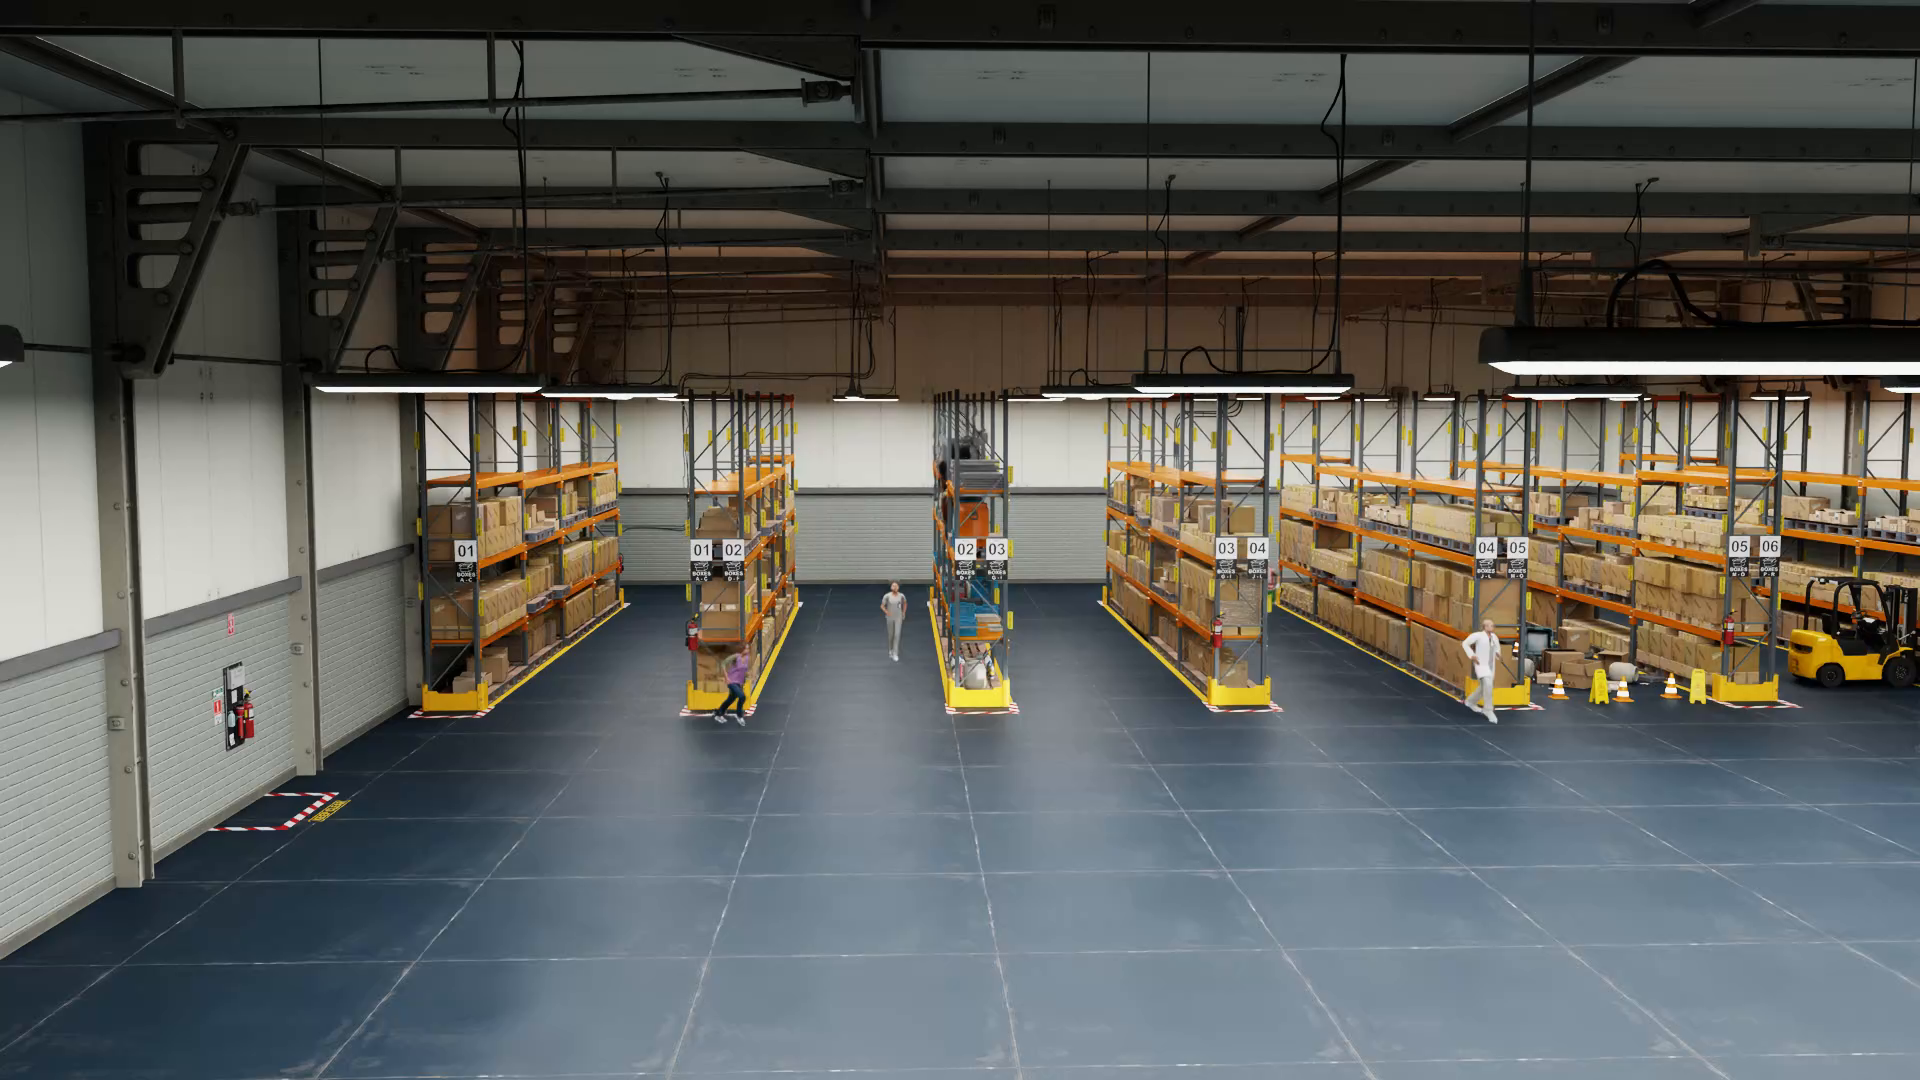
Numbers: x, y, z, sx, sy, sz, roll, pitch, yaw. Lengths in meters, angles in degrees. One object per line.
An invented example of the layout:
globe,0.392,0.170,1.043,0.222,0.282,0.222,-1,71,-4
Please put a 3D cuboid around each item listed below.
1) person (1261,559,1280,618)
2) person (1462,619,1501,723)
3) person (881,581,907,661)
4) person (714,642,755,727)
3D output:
person,8.009,1.322,43.367,0.689,1.740,0.652,1,5,7
person,9.633,2.357,30.447,0.706,1.809,0.994,-3,5,-31
person,-1.406,1.711,35.606,0.572,1.676,0.763,-1,5,-7
person,-4.031,2.563,29.669,0.852,1.504,0.521,3,6,32
